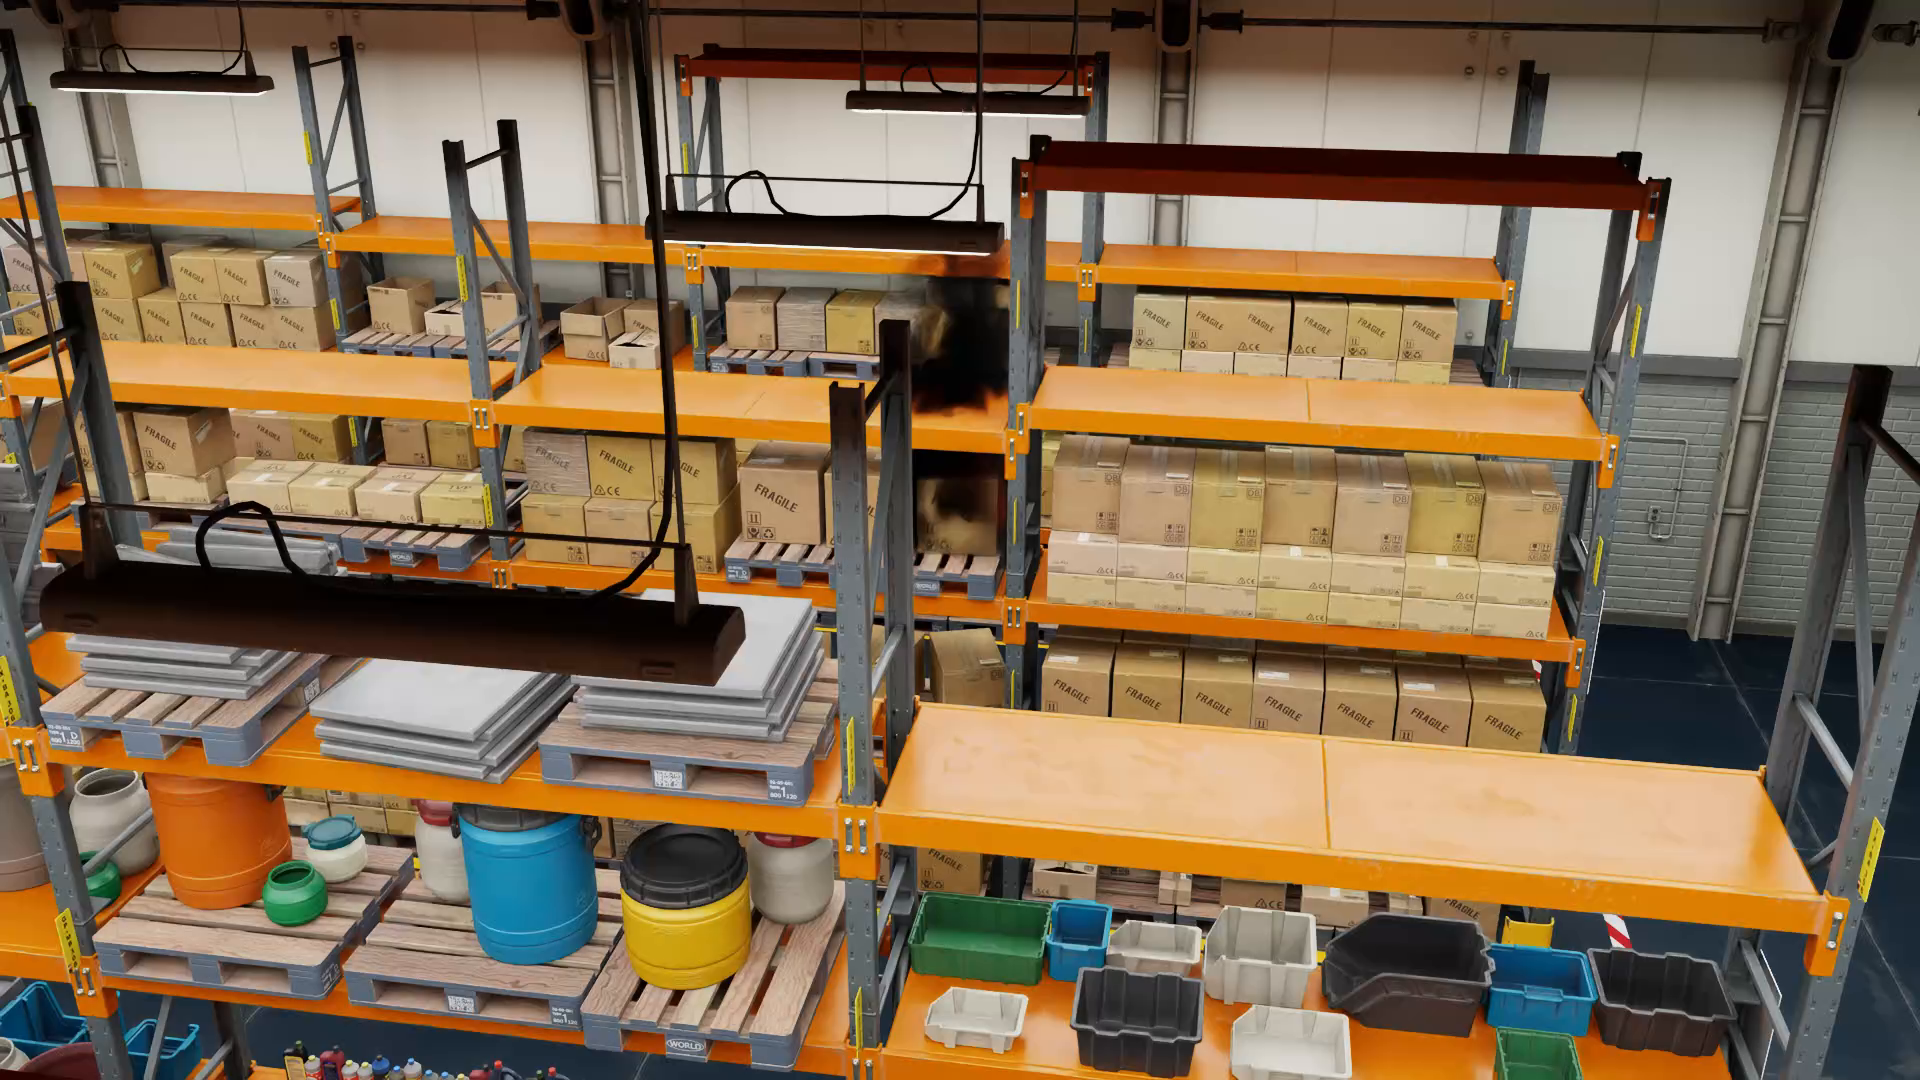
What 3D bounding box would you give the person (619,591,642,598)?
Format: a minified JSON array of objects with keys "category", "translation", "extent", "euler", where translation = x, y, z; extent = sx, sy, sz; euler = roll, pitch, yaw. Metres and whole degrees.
[{"category":"person","translation":[-3.010,1.159,15.551],"extent":[0.711,1.723,0.613],"euler":[5,24,11]}]
